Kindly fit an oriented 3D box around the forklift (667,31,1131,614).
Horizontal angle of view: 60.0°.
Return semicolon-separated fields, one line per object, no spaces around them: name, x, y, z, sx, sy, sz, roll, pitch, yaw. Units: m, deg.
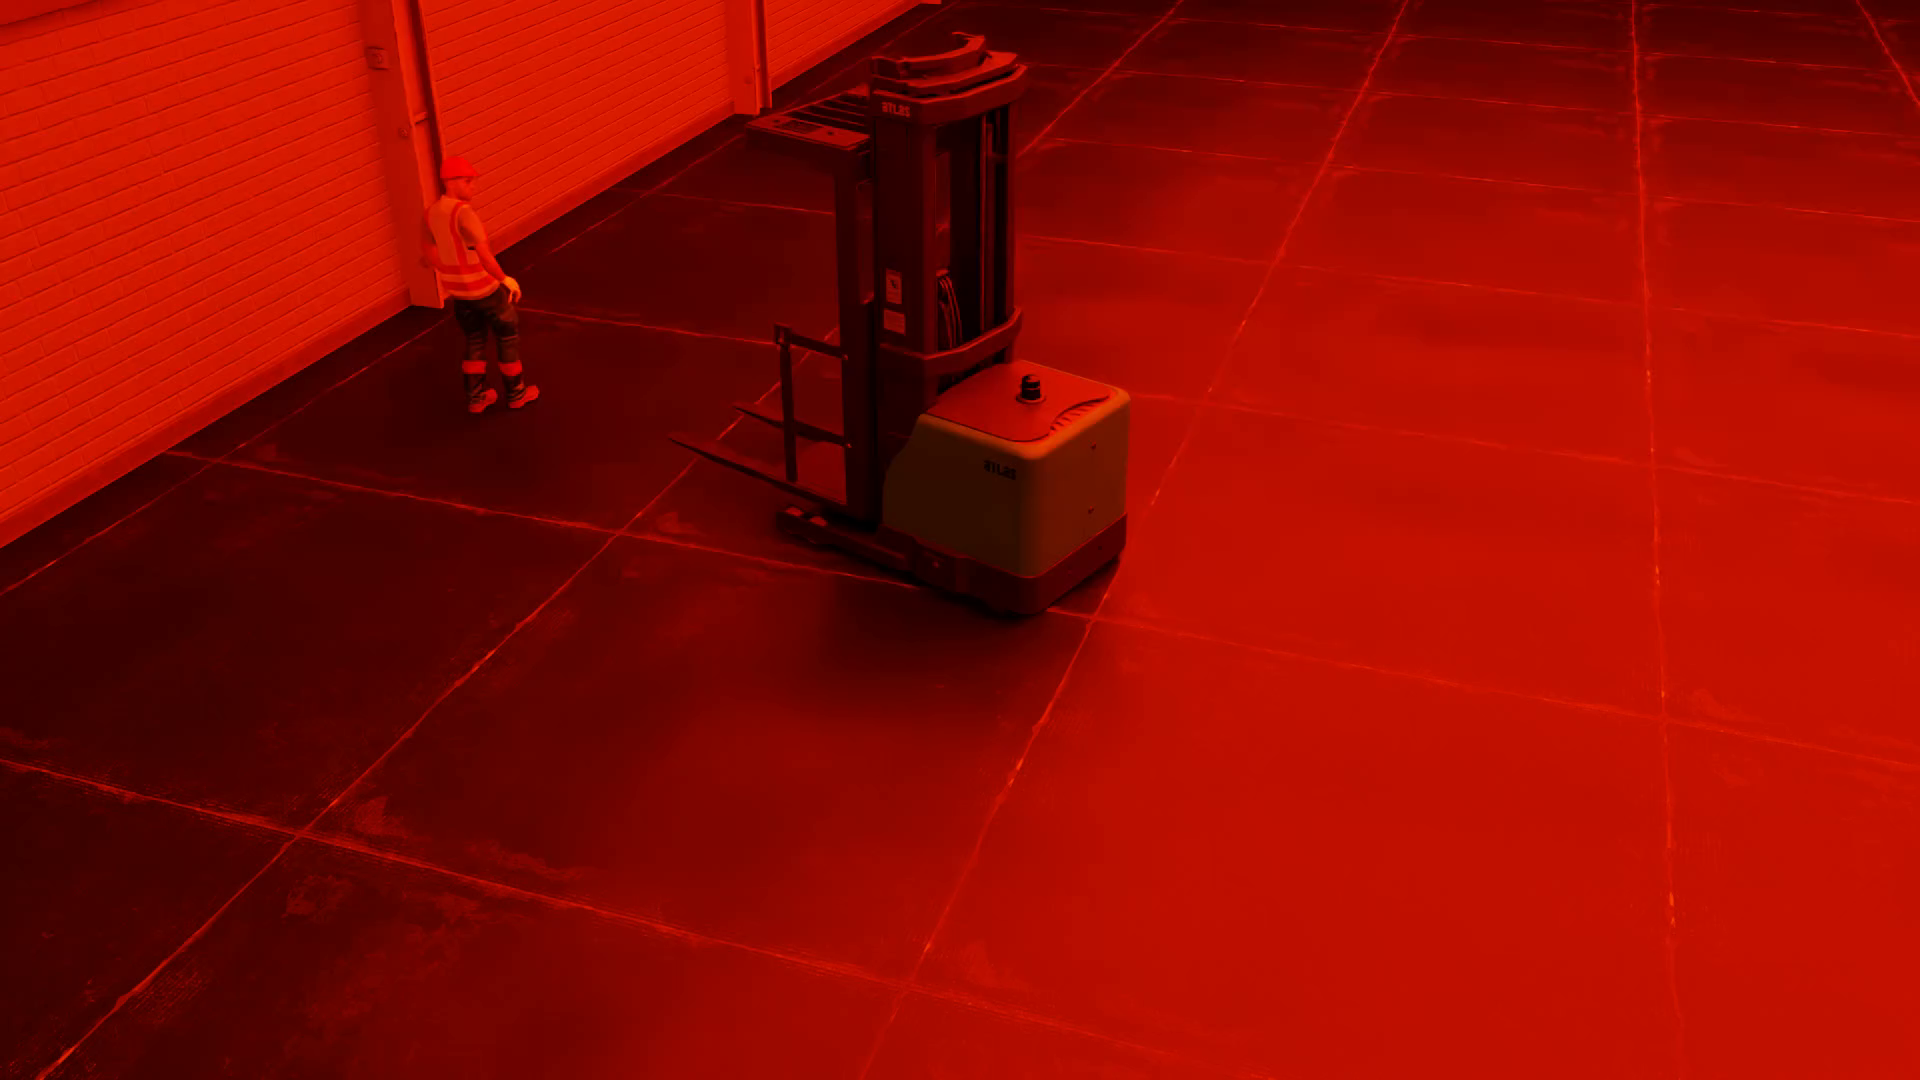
forklift;-0.500;-1.435;9.654;3.031;2.935;1.130;21;36;32

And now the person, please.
person;-3.284;-1.745;11.377;0.763;1.765;0.503;15;33;24
